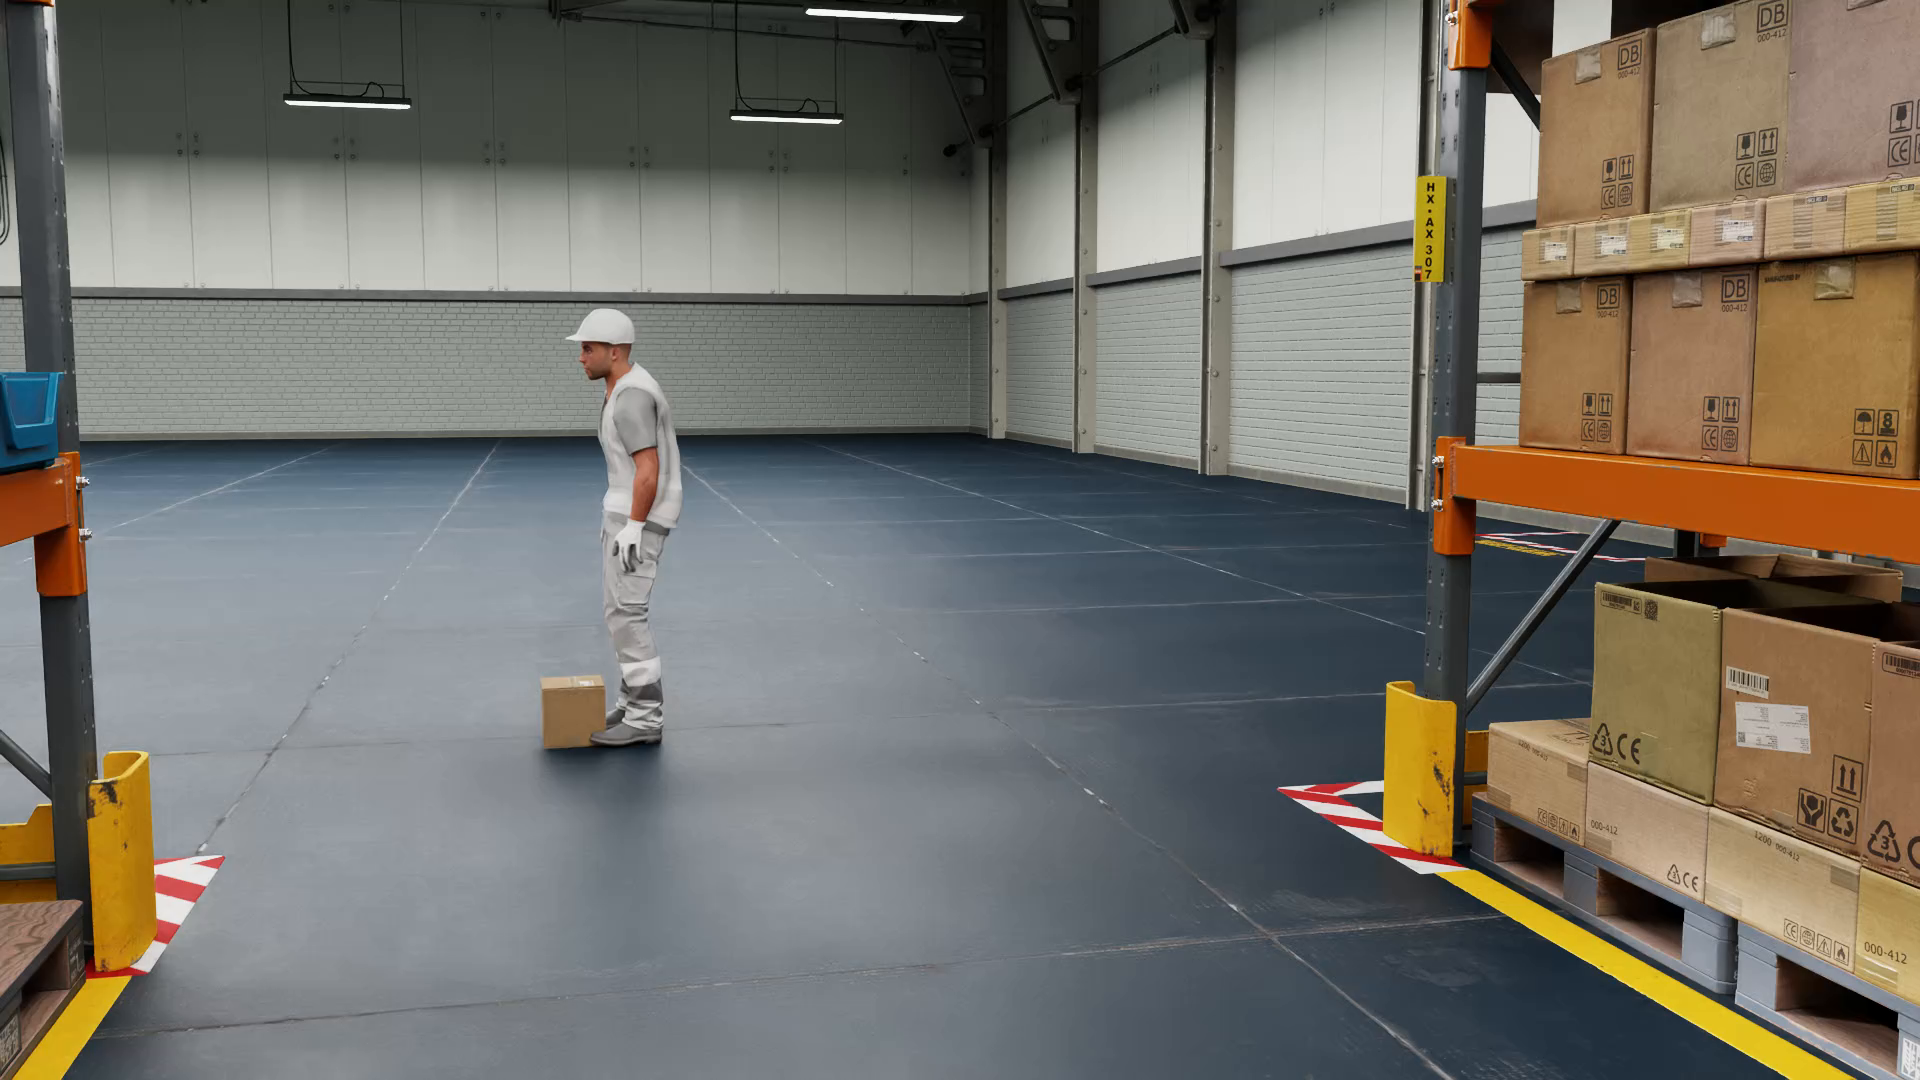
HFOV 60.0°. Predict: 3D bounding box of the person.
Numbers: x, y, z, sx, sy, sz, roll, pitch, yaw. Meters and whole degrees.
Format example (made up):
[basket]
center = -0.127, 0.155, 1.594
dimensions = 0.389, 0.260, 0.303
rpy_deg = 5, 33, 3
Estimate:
[person]
center = -1.380, -0.056, 6.857
dimensions = 0.453, 1.777, 0.609
rpy_deg = -2, 6, -17
